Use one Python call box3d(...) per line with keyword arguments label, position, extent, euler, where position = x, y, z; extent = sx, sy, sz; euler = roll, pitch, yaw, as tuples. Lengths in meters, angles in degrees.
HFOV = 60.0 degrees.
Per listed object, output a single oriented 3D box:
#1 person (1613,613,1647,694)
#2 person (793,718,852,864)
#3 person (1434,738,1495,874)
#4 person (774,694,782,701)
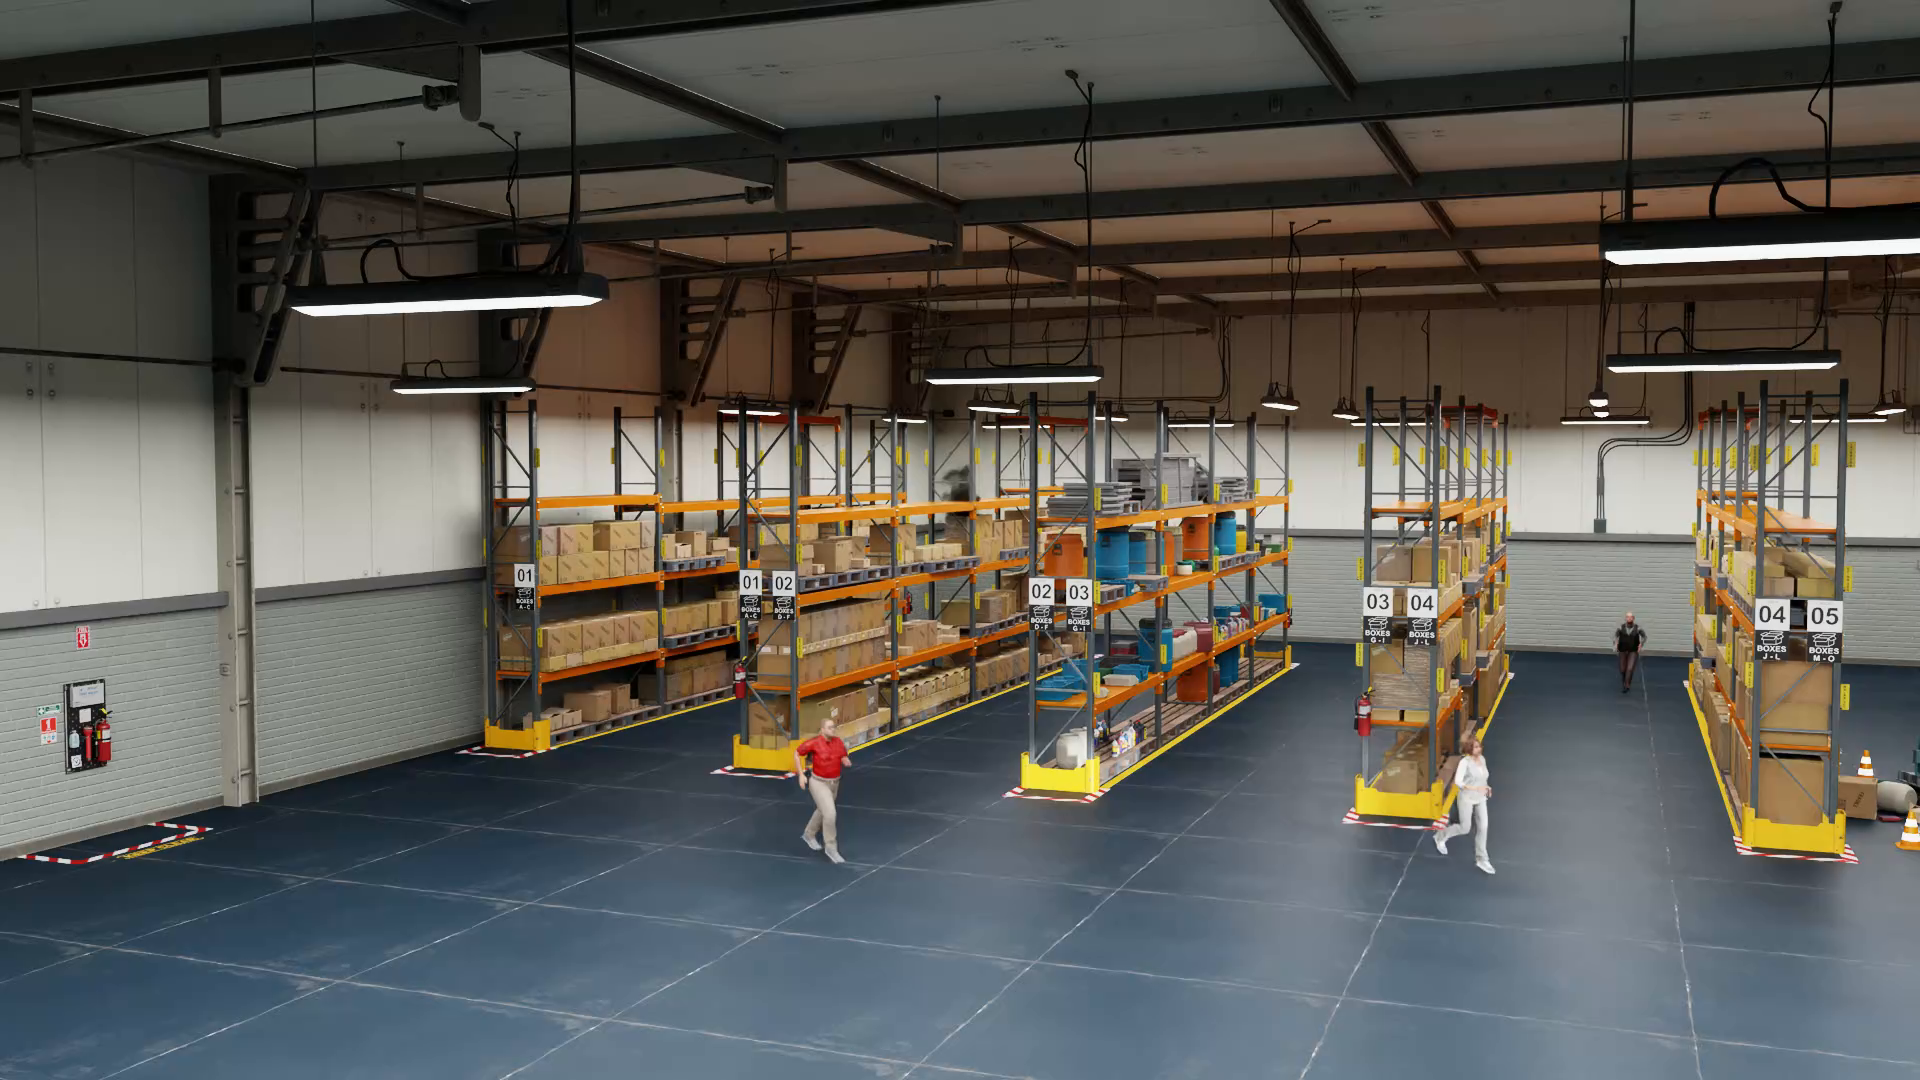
box3d(label="person", position=(14.347, 2.412, 35.652), extent=(0.680, 1.705, 0.812), euler=(2, 3, 29))
box3d(label="person", position=(-1.690, 3.110, 20.789), extent=(0.875, 1.789, 0.634), euler=(2, 4, 40))
box3d(label="person", position=(6.228, 3.206, 20.358), extent=(0.549, 1.598, 0.860), euler=(-1, 3, -27))
box3d(label="person", position=(-3.348, 2.577, 31.690), extent=(0.692, 1.730, 0.596), euler=(1, 3, 18))
